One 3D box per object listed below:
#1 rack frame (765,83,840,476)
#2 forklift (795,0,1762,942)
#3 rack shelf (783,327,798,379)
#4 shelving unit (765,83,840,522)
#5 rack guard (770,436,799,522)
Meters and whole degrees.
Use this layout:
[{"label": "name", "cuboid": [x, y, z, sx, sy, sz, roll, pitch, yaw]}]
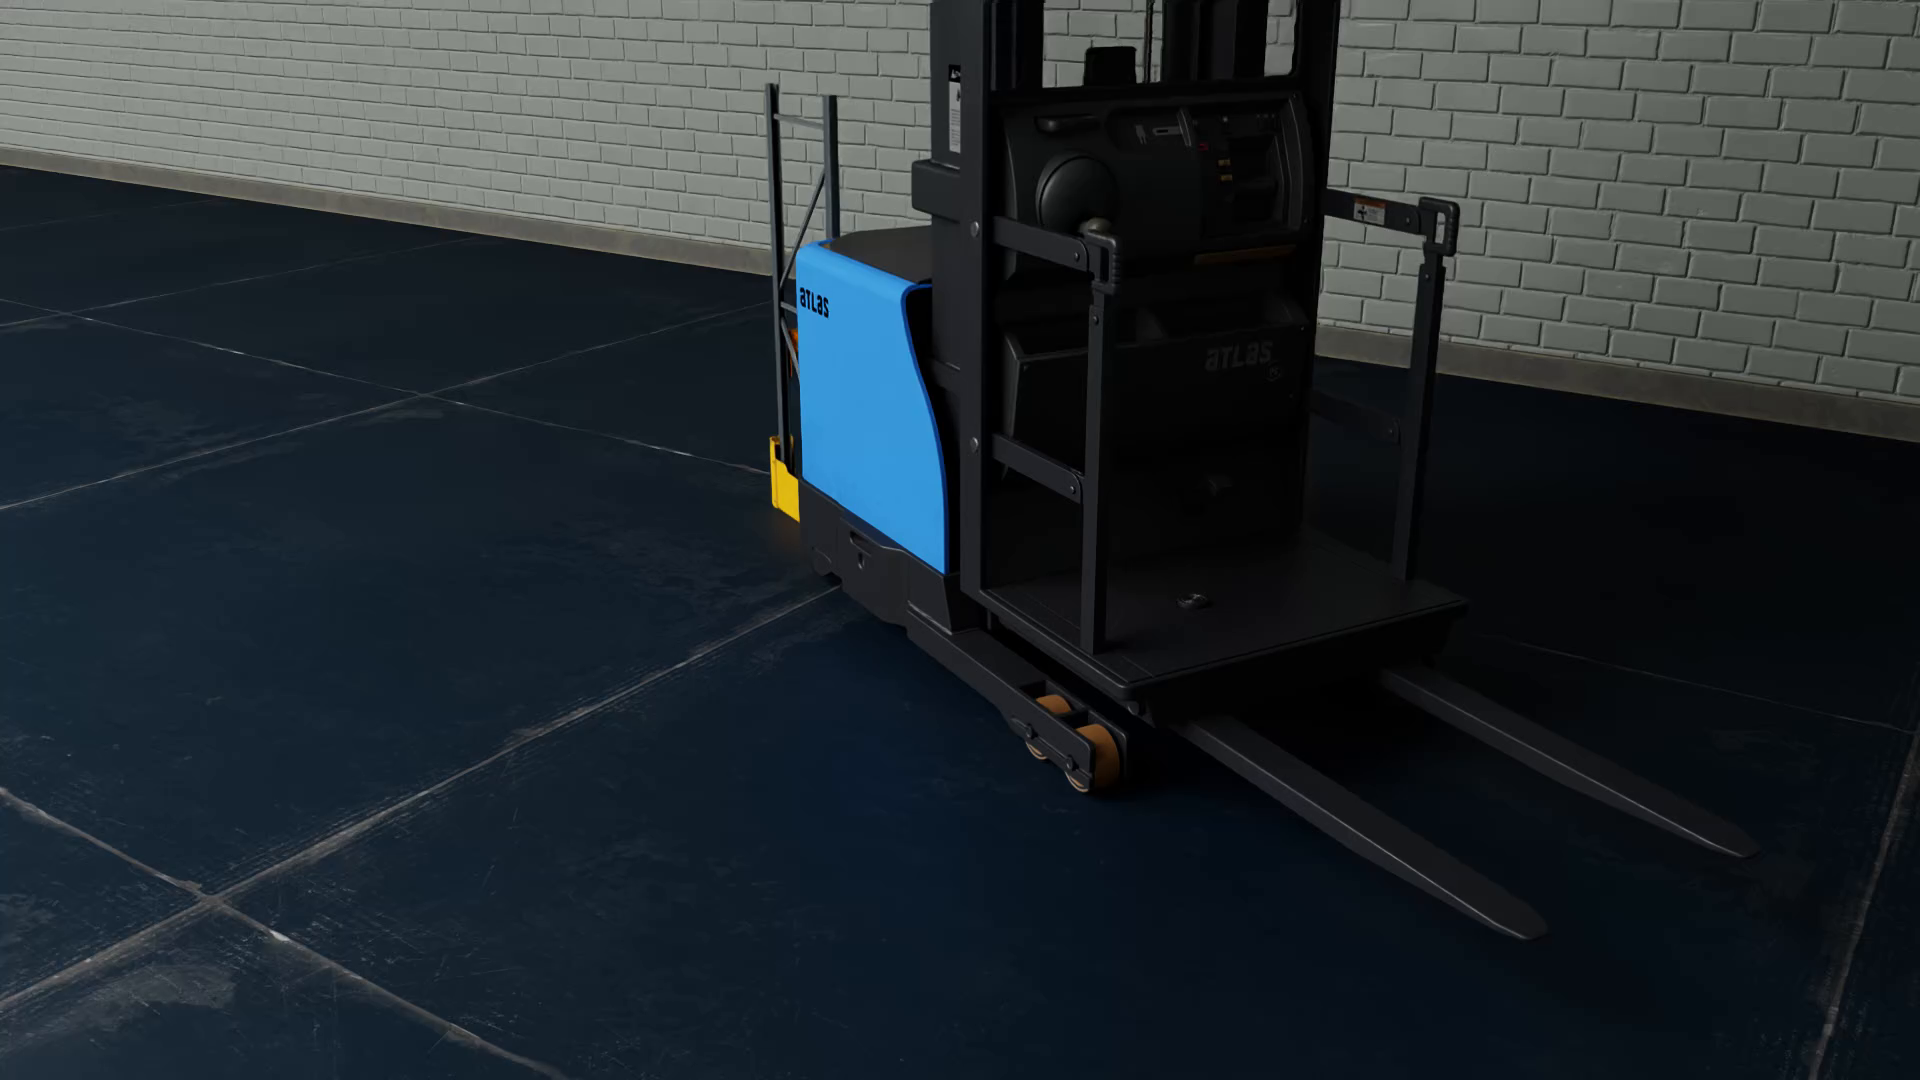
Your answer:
[{"label": "rack frame", "cuboid": [-0.521, -0.761, 5.660, 0.032, 1.500, 0.500, -11, 23, -28]}, {"label": "forklift", "cuboid": [0.623, -0.934, 4.065, 1.130, 2.935, 3.031, -11, 23, -27]}, {"label": "rack shelf", "cuboid": [-0.078, -0.679, 5.957, 1.000, 0.185, 0.538, -11, 23, -28]}, {"label": "shelving unit", "cuboid": [-0.086, -0.846, 5.891, 1.083, 1.500, 0.587, -11, 23, -28]}, {"label": "rack guard", "cuboid": [-0.520, -0.175, 5.877, 0.087, 0.250, 0.587, -11, 23, -28]}]
